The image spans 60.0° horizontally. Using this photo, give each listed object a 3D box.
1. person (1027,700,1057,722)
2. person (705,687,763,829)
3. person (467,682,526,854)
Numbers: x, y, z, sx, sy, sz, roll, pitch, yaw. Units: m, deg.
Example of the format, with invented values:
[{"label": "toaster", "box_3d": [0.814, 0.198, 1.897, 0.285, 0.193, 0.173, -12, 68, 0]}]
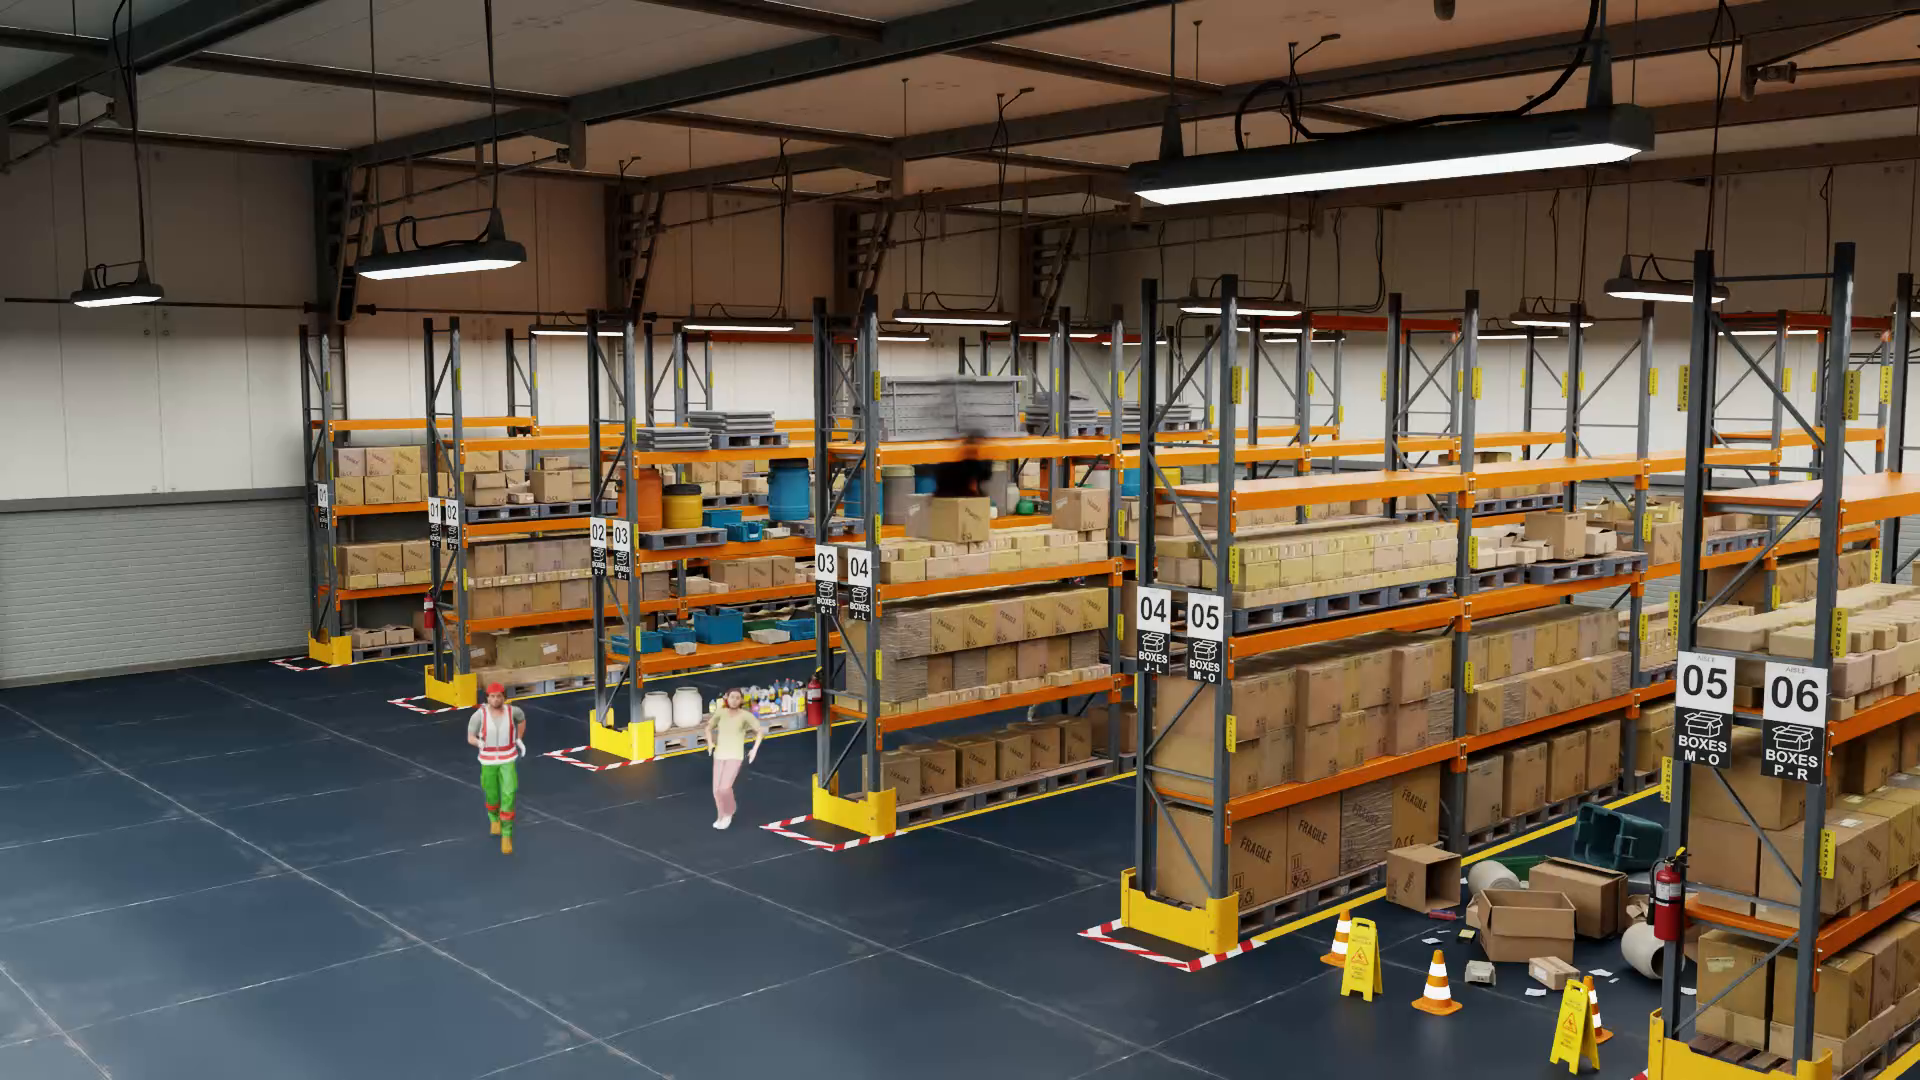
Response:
[{"label": "person", "box_3d": [1.243, 1.895, 24.324, 0.504, 1.611, 0.843, 5, 7, 38]}, {"label": "person", "box_3d": [-2.581, 2.463, 18.703, 0.649, 1.632, 0.564, 1, 6, 13]}, {"label": "person", "box_3d": [-5.050, 2.428, 18.152, 0.607, 1.806, 0.935, -1, 6, -14]}]
